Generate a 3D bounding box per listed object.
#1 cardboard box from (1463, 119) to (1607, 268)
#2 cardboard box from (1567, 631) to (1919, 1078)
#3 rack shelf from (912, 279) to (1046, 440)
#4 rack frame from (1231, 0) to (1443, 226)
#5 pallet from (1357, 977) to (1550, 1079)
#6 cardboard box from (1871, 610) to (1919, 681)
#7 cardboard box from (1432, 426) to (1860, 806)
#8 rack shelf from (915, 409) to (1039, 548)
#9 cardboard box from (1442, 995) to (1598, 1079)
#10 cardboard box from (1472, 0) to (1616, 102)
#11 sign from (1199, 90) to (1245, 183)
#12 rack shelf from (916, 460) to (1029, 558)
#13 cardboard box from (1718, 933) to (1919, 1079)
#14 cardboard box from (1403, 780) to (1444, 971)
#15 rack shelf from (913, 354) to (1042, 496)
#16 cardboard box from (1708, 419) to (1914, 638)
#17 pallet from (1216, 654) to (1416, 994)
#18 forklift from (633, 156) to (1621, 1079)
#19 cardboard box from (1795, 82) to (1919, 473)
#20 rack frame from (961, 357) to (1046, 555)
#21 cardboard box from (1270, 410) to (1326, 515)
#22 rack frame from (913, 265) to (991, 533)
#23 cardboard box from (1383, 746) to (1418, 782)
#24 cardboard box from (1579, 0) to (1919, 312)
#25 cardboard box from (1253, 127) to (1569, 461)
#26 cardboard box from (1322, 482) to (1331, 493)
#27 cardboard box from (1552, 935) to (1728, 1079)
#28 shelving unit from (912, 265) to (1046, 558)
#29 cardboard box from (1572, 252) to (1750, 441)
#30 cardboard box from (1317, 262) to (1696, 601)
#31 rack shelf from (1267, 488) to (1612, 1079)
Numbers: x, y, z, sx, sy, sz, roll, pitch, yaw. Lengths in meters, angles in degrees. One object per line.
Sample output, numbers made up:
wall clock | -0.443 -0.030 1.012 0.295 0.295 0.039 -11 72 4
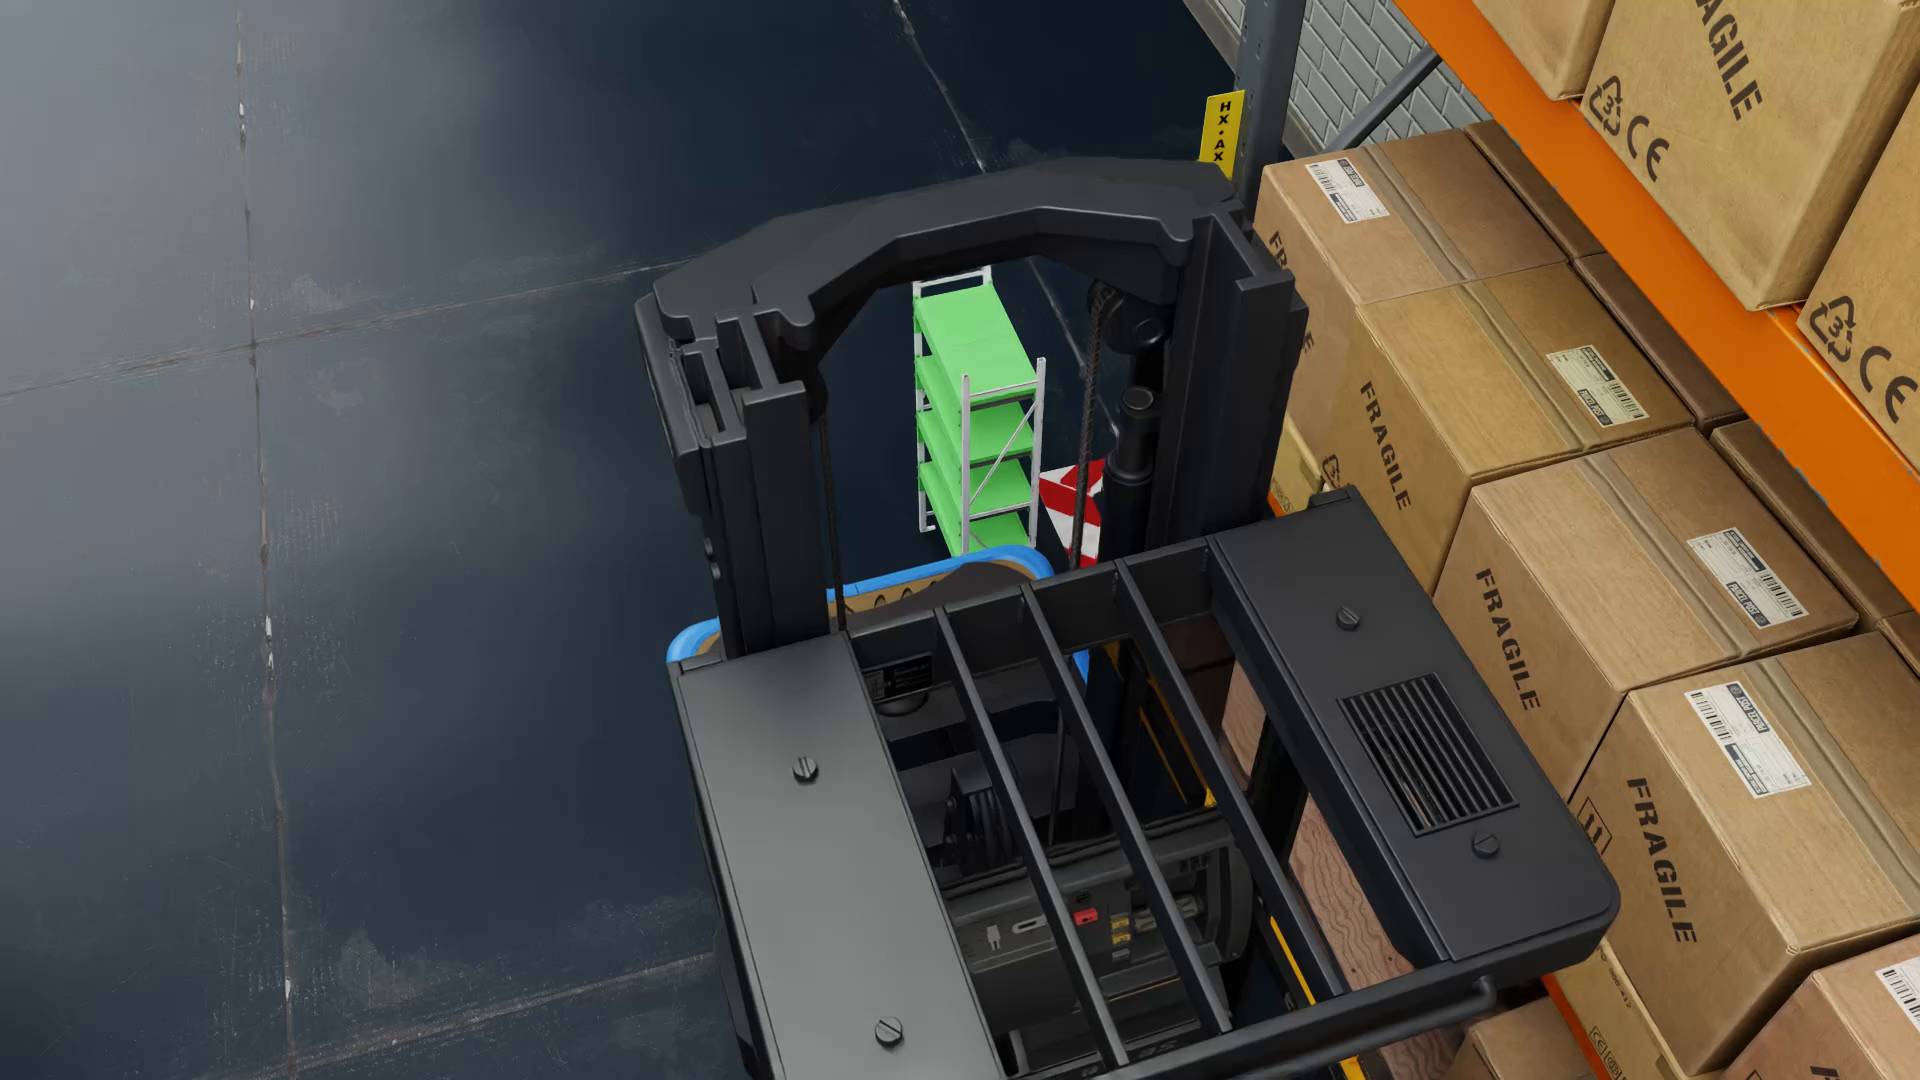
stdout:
cardboard box | 1.487 -0.687 3.961 0.500 0.500 0.500 -14 51 -11
cardboard box | 1.446 0.550 2.919 0.500 0.500 0.500 -12 51 -10
rack shelf | 0.049 -0.534 4.871 0.258 0.148 0.480 -13 51 -11
rack frame | 1.145 -0.783 4.448 1.000 3.000 0.127 -13 51 -11
pallet | 1.731 1.662 4.211 1.003 0.211 1.213 -13 51 -11
cardboard box | 1.932 0.428 3.022 0.500 0.500 0.500 -13 51 -10
cardboard box | 1.282 0.176 3.234 0.500 0.500 0.500 -15 51 -12
rack shelf | 0.049 -0.225 5.238 0.258 0.148 0.480 -13 51 -11
cardboard box | 1.601 1.370 3.980 0.700 0.500 0.500 -16 52 -13
cardboard box | 1.129 -1.087 2.664 0.500 0.500 0.500 -10 51 -9
sign | 0.626 -0.939 4.014 0.100 0.325 0.005 -13 51 -11
rack shelf | 0.049 -0.070 5.422 0.258 0.148 0.480 -13 51 -11
cardboard box | 1.601 0.930 2.599 0.500 0.500 0.500 -15 51 -12
cardboard box | 1.432 0.884 4.514 0.500 0.311 0.500 -10 51 -8
rack shelf | 0.049 -0.379 5.055 0.258 0.148 0.480 -13 51 -11
cardboard box | 1.783 0.060 3.332 0.500 0.500 0.500 -15 51 -12
pallet | 1.374 0.773 4.961 1.003 0.211 1.213 -13 51 -11
forklift | 0.195 0.928 3.051 1.130 2.935 3.031 -14 51 -12
cardboard box | 1.465 -0.323 2.020 0.500 0.500 0.500 -10 51 -9
rack frame | 0.121 -0.088 5.039 0.240 1.200 0.015 -13 51 -11
cardboard box | 0.986 -0.313 4.137 0.500 0.250 0.500 -15 51 -12
rack frame | -0.023 -0.444 5.340 0.240 1.200 0.015 -13 51 -11
cardboard box | 1.263 0.468 4.865 0.500 0.311 0.500 -19 52 -15
cardboard box | 1.287 -0.709 2.345 0.500 0.500 0.500 -11 51 -9
cardboard box | 0.999 -0.566 3.860 0.500 0.500 0.500 -13 51 -11
cardboard box | 1.153 0.063 3.820 0.500 0.250 0.500 -15 51 -12
cardboard box | 1.445 0.806 3.193 0.500 0.250 0.500 -13 51 -11
shelving unit | 0.049 -0.266 5.189 0.258 1.200 0.503 -13 51 -11
cardboard box | 1.626 -0.317 3.650 0.500 0.500 0.500 -13 51 -10
cardboard box | 1.135 -0.203 3.554 0.500 0.500 0.500 -13 51 -11
rack shelf | 1.736 0.910 3.492 1.077 0.370 4.000 -13 51 -11
